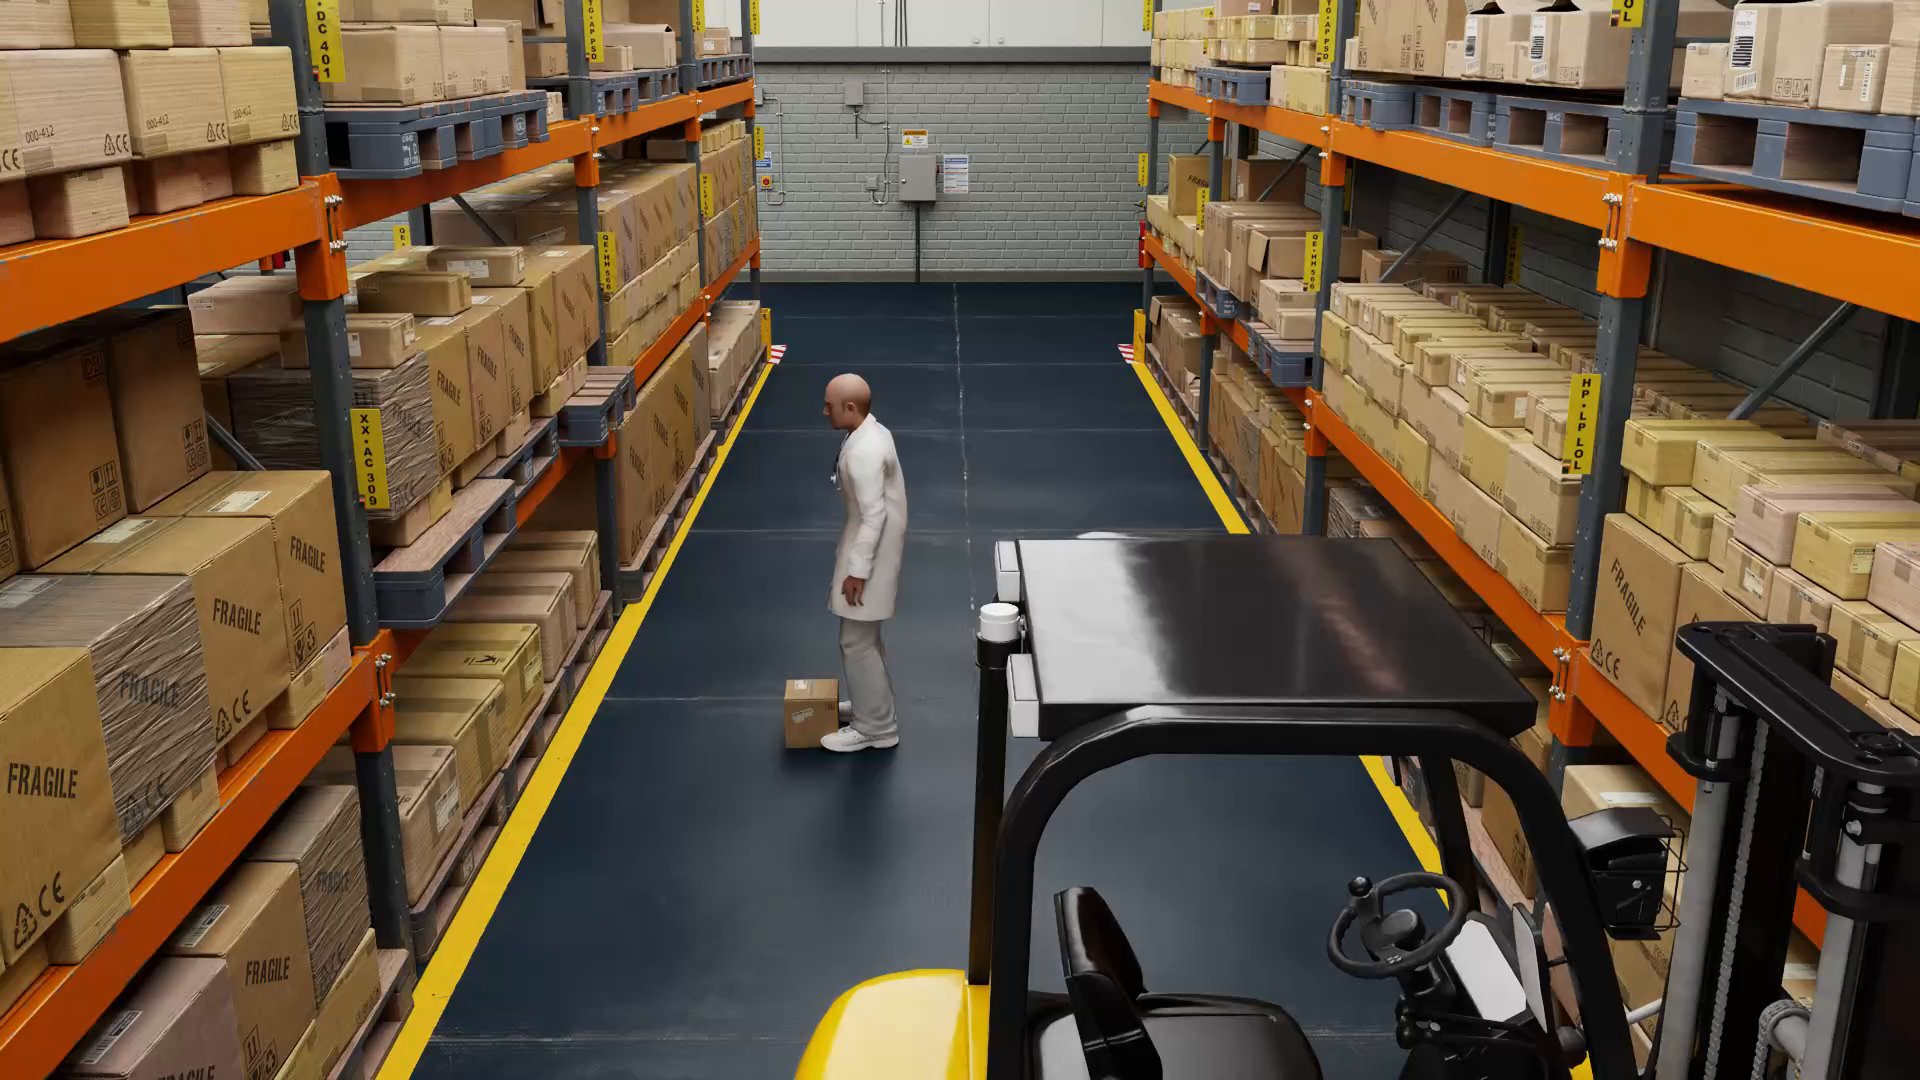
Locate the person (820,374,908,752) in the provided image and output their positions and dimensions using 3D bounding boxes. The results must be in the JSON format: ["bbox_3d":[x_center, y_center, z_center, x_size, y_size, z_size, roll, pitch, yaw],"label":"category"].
[{"bbox_3d":[-0.455,0.096,7.755,0.426,1.773,0.640,0,17,-1],"label":"person"}]
